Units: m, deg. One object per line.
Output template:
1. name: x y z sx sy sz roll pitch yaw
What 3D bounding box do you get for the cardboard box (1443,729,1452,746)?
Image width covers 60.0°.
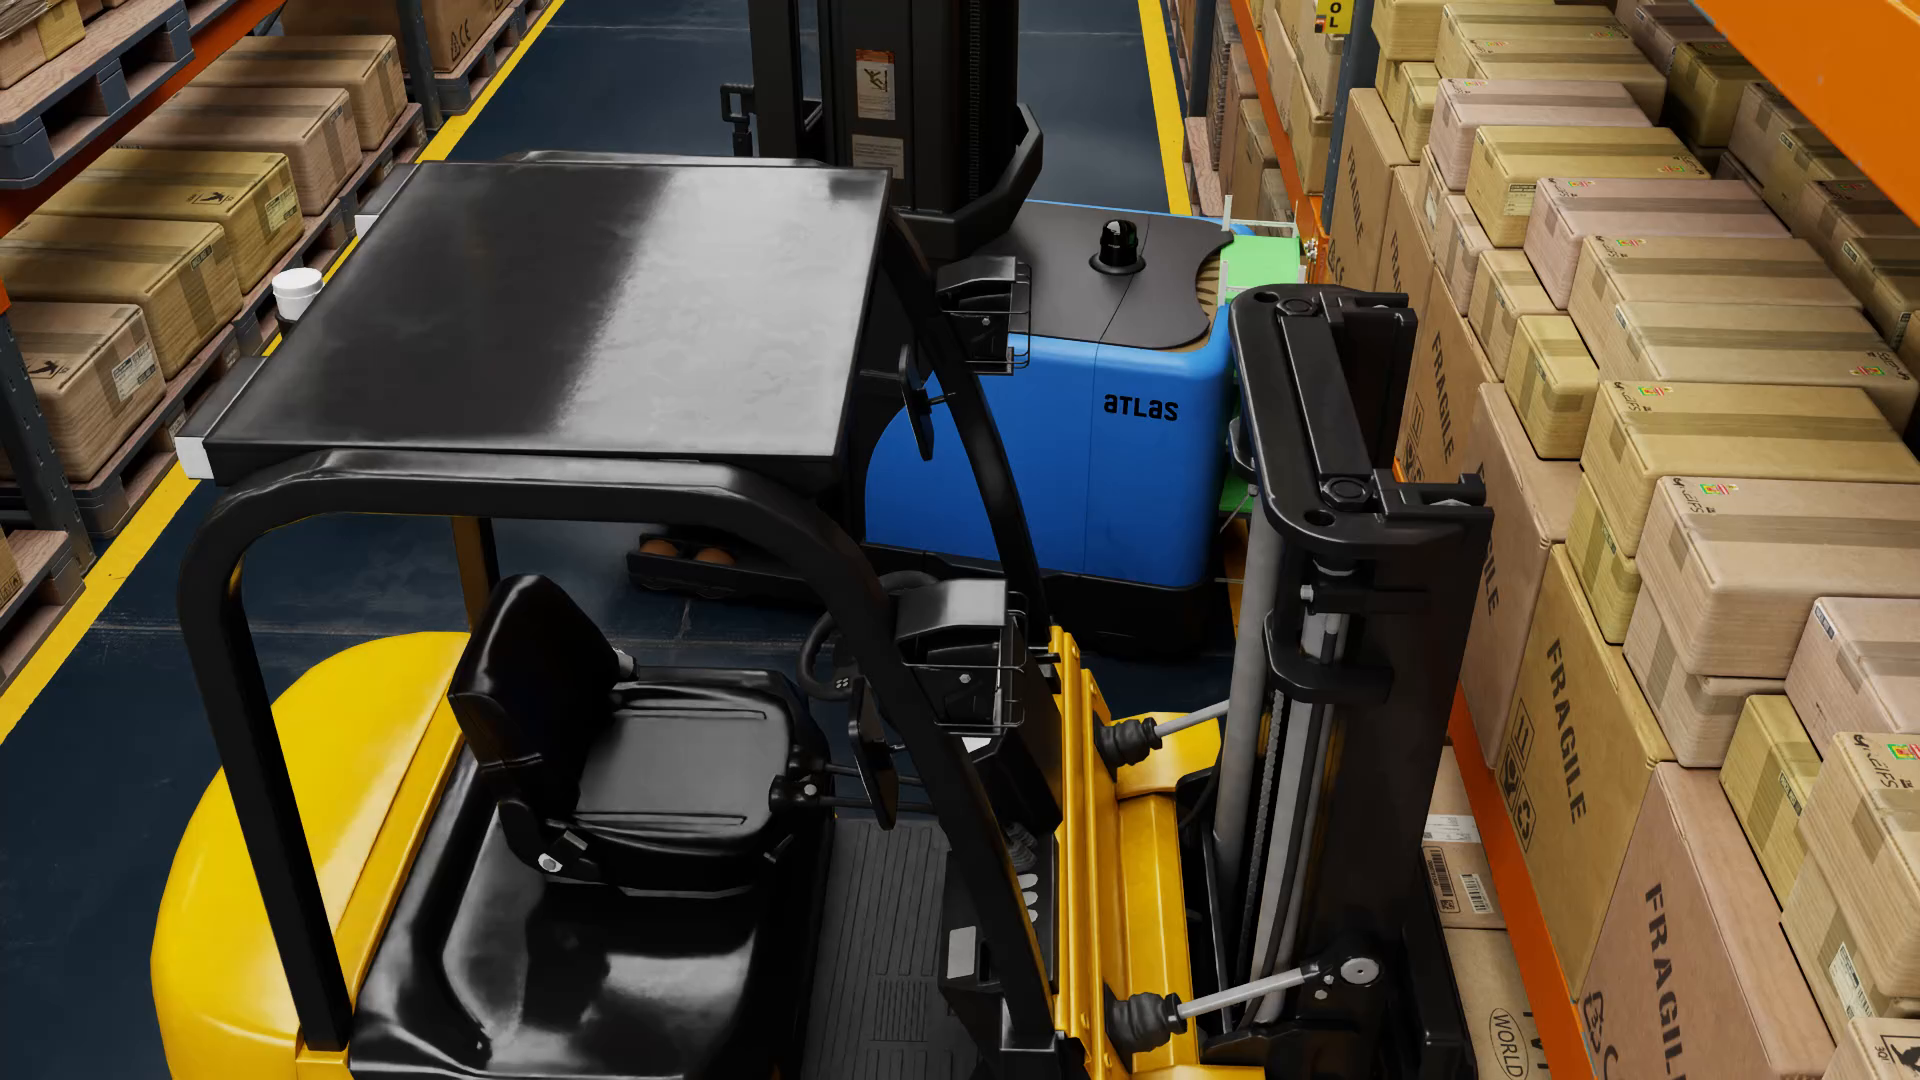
1. cardboard box: 1.155 0.372 3.769 0.500 0.250 0.500 2 35 3

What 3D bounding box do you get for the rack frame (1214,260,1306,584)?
1. rack frame: 0.872 -0.296 5.111 0.240 1.200 0.015 5 34 7

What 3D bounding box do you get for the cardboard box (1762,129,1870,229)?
1. cardboard box: 1.790 -0.671 3.186 0.380 0.149 0.250 1 35 1

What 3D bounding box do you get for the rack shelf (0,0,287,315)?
1. rack shelf: -3.352 -1.990 6.598 1.077 0.370 4.000 1 35 2

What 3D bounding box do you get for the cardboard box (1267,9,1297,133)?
1. cardboard box: 1.301 -1.546 5.471 0.500 0.250 0.500 1 35 2

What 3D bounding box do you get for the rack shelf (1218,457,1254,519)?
1. rack shelf: 0.910 -0.179 5.481 0.258 0.148 0.480 5 34 7

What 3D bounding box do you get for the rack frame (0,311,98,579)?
1. rack frame: -3.432 -1.135 4.757 1.000 3.000 0.127 1 35 2

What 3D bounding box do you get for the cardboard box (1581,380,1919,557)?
1. cardboard box: 1.122 -0.099 2.372 0.380 0.149 0.250 2 35 3

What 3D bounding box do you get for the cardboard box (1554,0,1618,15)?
1. cardboard box: 1.756 -1.526 4.662 0.380 0.149 0.250 1 35 1

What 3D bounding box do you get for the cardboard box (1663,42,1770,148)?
1. cardboard box: 1.768 -0.965 3.604 0.380 0.149 0.250 1 35 1

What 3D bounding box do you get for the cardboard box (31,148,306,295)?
1. cardboard box: -3.362 -1.346 6.977 0.950 0.372 0.625 2 35 3

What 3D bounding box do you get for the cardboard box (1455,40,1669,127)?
1. cardboard box: 1.297 -0.975 3.619 0.380 0.149 0.250 1 35 1

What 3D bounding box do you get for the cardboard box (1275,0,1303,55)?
1. cardboard box: 1.305 -1.750 5.327 0.500 0.250 0.500 0 35 1

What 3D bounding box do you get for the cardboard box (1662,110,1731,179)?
1. cardboard box: 1.777 -0.842 3.688 0.380 0.149 0.250 2 35 3

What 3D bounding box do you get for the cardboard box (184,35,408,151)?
1. cardboard box: -3.304 -2.206 8.200 0.950 0.372 0.625 -1 35 -1

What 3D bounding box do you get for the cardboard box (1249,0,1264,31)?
1. cardboard box: 1.365 -2.127 6.299 0.500 0.250 0.500 2 35 3

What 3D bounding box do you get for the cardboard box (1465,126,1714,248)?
1. cardboard box: 1.200 -0.680 3.199 0.380 0.149 0.250 1 35 1

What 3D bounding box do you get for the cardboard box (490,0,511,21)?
1. cardboard box: -3.121 -3.643 9.808 0.875 0.875 0.875 2 35 2

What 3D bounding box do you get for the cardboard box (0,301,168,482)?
1. cardboard box: -3.414 -0.533 5.820 0.950 0.372 0.625 2 35 2

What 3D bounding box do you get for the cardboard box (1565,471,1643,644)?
1. cardboard box: 1.128 0.026 2.453 0.380 0.149 0.250 2 35 2

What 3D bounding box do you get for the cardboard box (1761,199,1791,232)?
1. cardboard box: 1.702 -0.551 3.275 0.380 0.149 0.250 2 35 3

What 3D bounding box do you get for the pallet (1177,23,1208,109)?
1. pallet: 1.756 -2.608 9.277 1.003 0.211 1.213 1 35 2

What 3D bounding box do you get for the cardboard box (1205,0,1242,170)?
1. cardboard box: 1.649 -2.163 7.919 0.875 0.625 0.625 2 35 3

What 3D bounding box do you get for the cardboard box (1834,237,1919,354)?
1. cardboard box: 1.691 -0.381 2.773 0.380 0.149 0.250 2 35 3

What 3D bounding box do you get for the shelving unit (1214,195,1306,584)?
1. shelving unit: 0.910 -0.431 5.311 0.258 1.200 0.503 5 34 7

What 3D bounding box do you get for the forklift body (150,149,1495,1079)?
1. forklift body: -0.380 0.491 3.181 2.313 2.155 1.214 1 35 2

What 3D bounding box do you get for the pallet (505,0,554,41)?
1. pallet: -3.113 -3.443 10.465 1.003 0.211 1.213 1 35 2

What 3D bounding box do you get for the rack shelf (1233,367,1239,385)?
1. rack shelf: 0.910 -0.577 5.212 0.258 0.148 0.480 5 34 7

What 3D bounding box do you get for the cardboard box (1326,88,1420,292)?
1. cardboard box: 1.249 -0.815 4.214 0.500 0.500 0.500 0 35 1

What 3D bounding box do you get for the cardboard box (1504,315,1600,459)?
1. cardboard box: 1.170 -0.264 2.866 0.380 0.149 0.250 1 35 1

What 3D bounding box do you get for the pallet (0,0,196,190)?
1. pallet: -3.256 -1.493 5.432 1.003 0.211 1.213 1 35 2

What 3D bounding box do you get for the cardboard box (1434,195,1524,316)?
1. cardboard box: 1.164 -0.562 3.290 0.380 0.149 0.250 1 35 1

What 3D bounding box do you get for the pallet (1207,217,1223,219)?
1. pallet: 1.564 -1.009 7.002 1.003 0.211 1.213 1 35 2

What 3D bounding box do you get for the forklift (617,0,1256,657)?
1. forklift: -0.605 -1.289 5.035 3.031 2.935 1.130 8 36 12

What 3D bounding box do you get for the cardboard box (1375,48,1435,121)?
1. cardboard box: 1.252 -1.152 4.129 0.380 0.149 0.250 1 35 1

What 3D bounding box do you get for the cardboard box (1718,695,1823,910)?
1. cardboard box: 1.174 0.326 2.026 0.380 0.149 0.250 1 35 2

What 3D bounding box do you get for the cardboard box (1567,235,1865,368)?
1. cardboard box: 1.253 -0.389 2.785 0.380 0.149 0.250 1 35 2

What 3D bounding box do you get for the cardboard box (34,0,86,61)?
1. cardboard box: -3.076 -1.658 5.353 0.380 0.149 0.250 2 35 3

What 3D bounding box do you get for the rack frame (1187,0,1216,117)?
1. rack frame: 1.688 -3.321 7.867 1.000 3.000 0.127 1 35 2

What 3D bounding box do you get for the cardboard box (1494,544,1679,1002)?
1. cardboard box: 1.174 0.353 2.552 0.500 0.500 0.500 1 35 1

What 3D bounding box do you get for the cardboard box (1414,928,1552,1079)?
1. cardboard box: 1.099 0.964 2.926 0.500 0.250 0.500 2 35 2

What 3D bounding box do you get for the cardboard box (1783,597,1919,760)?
1. cardboard box: 1.217 0.202 1.944 0.380 0.149 0.250 2 35 2

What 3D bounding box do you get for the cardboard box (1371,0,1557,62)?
1. cardboard box: 1.218 -1.274 4.045 0.380 0.149 0.250 2 35 3

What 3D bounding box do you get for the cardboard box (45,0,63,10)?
1. cardboard box: -3.108 -2.020 5.305 0.500 0.500 0.500 1 35 2

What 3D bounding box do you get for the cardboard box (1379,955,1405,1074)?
1. cardboard box: 1.128 0.865 3.502 0.500 0.250 0.500 1 35 2

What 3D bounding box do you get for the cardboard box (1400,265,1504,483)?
1. cardboard box: 1.225 -0.224 3.373 0.500 0.500 0.500 1 35 1

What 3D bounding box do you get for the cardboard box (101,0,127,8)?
1. cardboard box: -3.089 -1.969 5.796 0.380 0.149 0.250 2 35 3

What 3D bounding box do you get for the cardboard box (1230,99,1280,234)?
1. cardboard box: 1.604 -1.401 6.834 0.875 0.625 0.625 0 35 0

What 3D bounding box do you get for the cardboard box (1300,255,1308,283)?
1. cardboard box: 1.537 -0.523 5.586 0.875 0.625 0.625 3 35 4

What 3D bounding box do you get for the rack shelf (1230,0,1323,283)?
1. rack shelf: 1.608 -1.877 6.438 1.077 0.370 4.000 1 35 2

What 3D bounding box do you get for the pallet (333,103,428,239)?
1. pallet: -3.305 -1.844 8.190 1.003 0.211 1.213 1 35 2

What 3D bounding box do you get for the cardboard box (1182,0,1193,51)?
1. cardboard box: 1.521 -3.005 9.226 0.500 0.500 0.500 1 35 1

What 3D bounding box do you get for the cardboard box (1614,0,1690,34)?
1. cardboard box: 1.816 -1.260 4.025 0.380 0.149 0.250 1 35 2

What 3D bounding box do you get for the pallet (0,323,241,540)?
1. pallet: -3.403 -0.442 6.195 1.003 0.211 1.213 1 35 2

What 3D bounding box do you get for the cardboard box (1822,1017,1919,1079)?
1. cardboard box: 1.081 0.616 1.614 0.380 0.149 0.250 2 35 3
